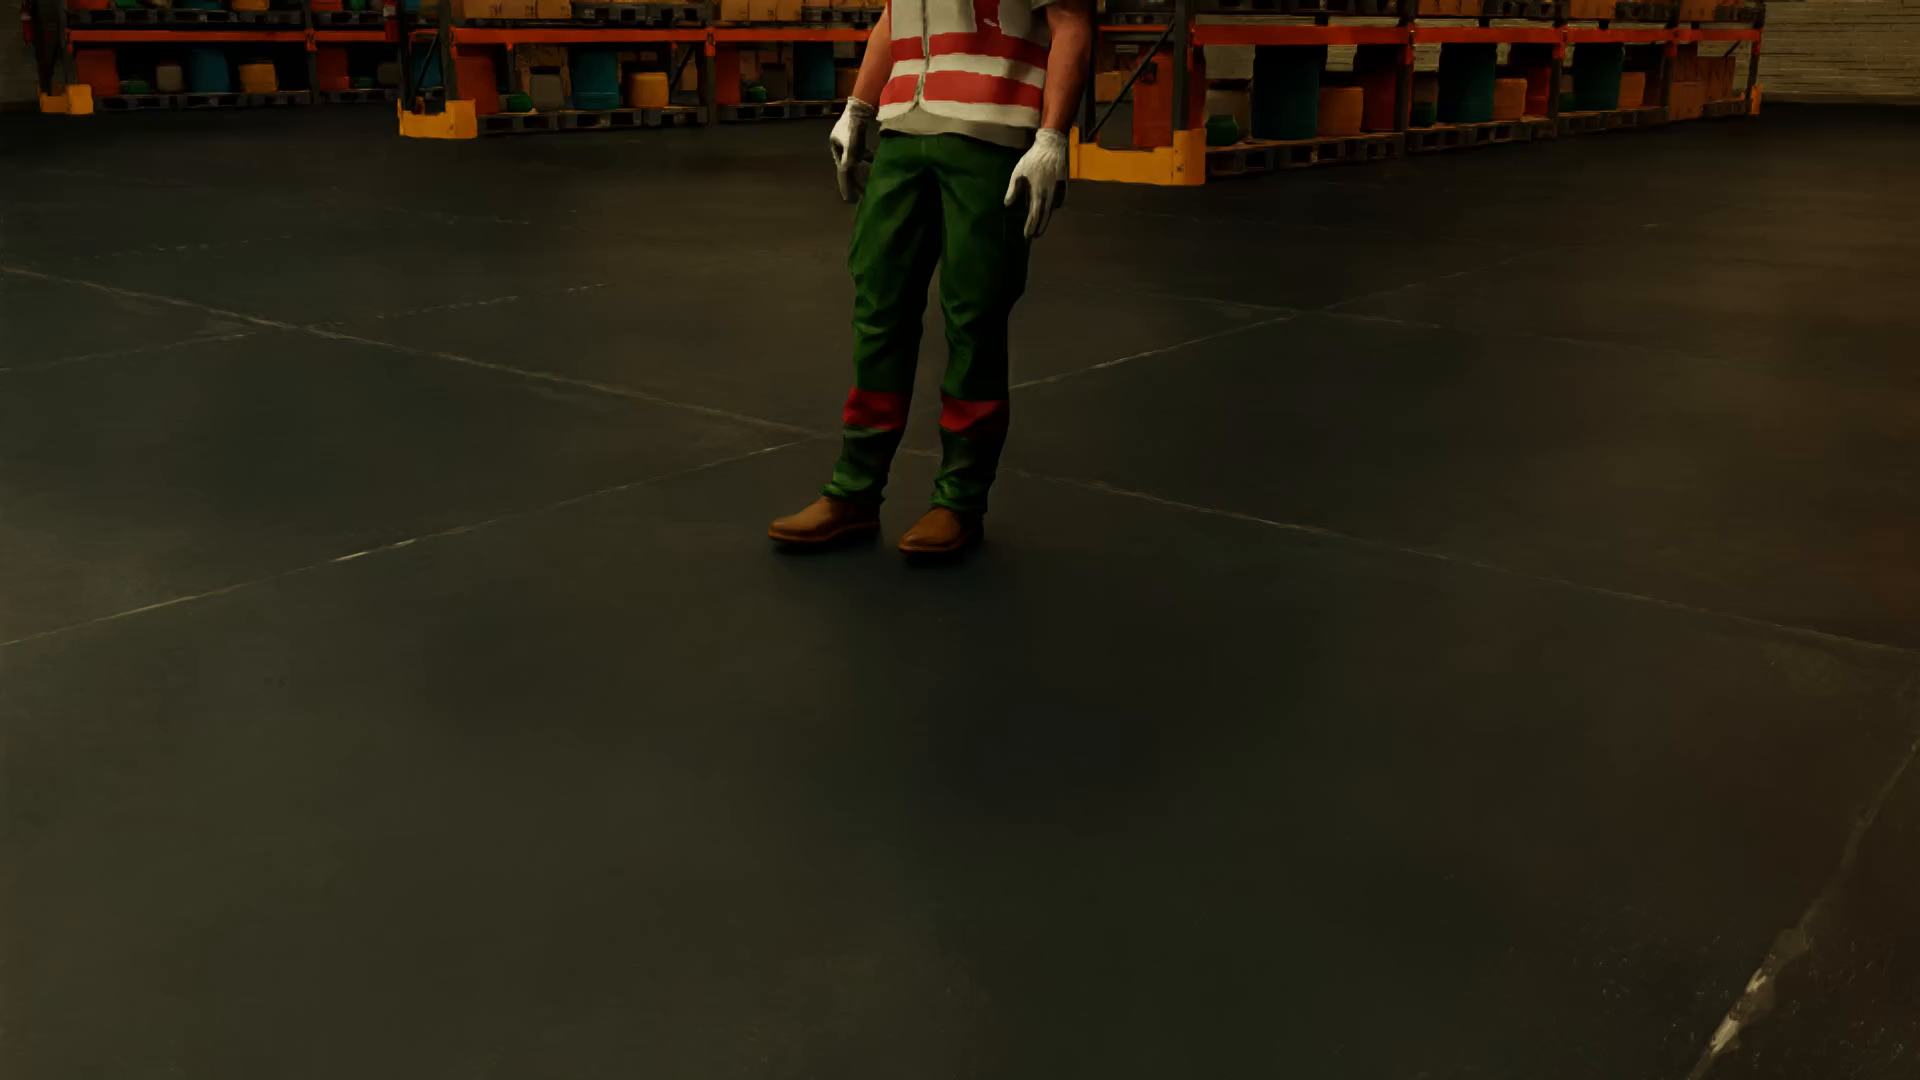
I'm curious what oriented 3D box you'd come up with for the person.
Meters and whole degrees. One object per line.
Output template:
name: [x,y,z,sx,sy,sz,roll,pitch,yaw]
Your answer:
person: [-0.015,-0.864,3.679,0.637,1.688,0.422,13,21,37]
